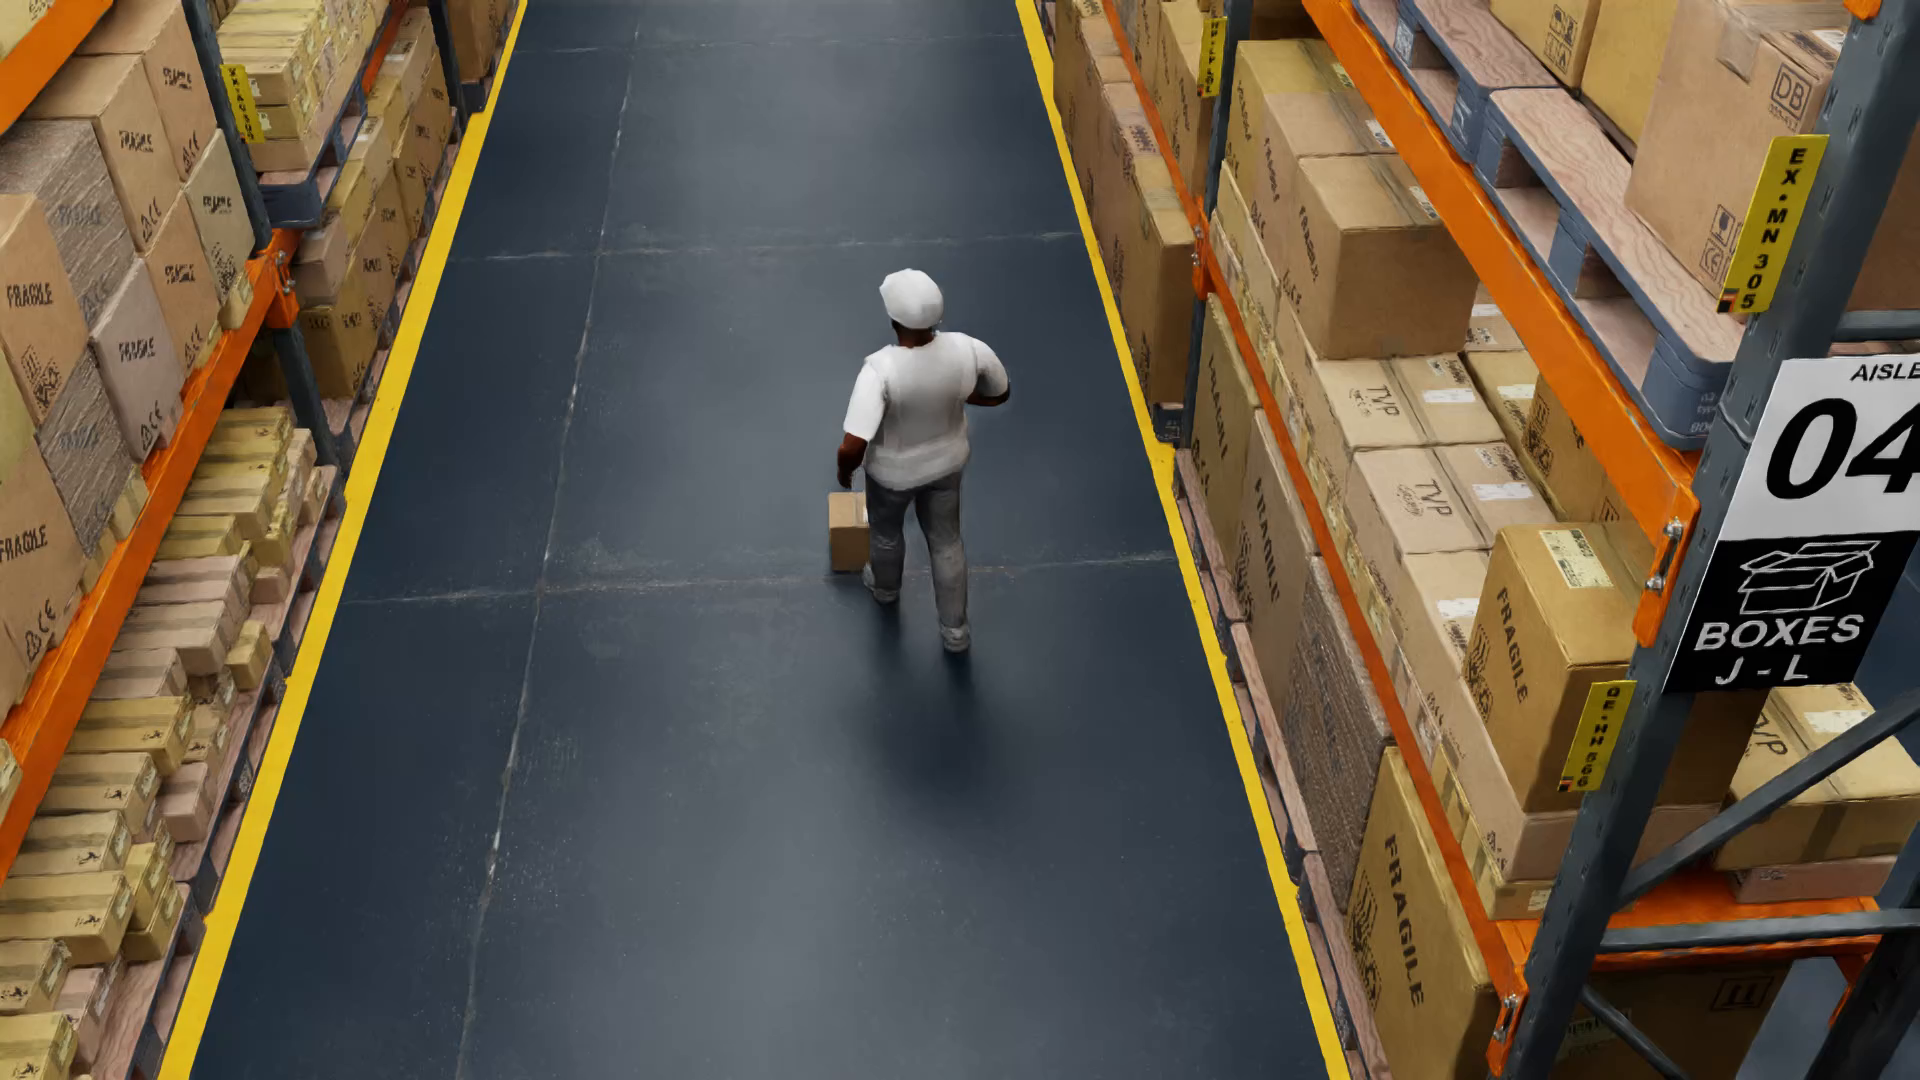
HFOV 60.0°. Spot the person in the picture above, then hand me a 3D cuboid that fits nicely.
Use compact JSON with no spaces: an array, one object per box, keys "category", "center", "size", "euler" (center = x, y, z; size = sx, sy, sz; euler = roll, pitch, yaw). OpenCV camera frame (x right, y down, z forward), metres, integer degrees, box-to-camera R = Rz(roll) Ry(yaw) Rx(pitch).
[{"category":"person","center":[-0.220,-0.369,6.590],"size":[0.750,1.762,0.739],"euler":[-16,41,-18]}]
